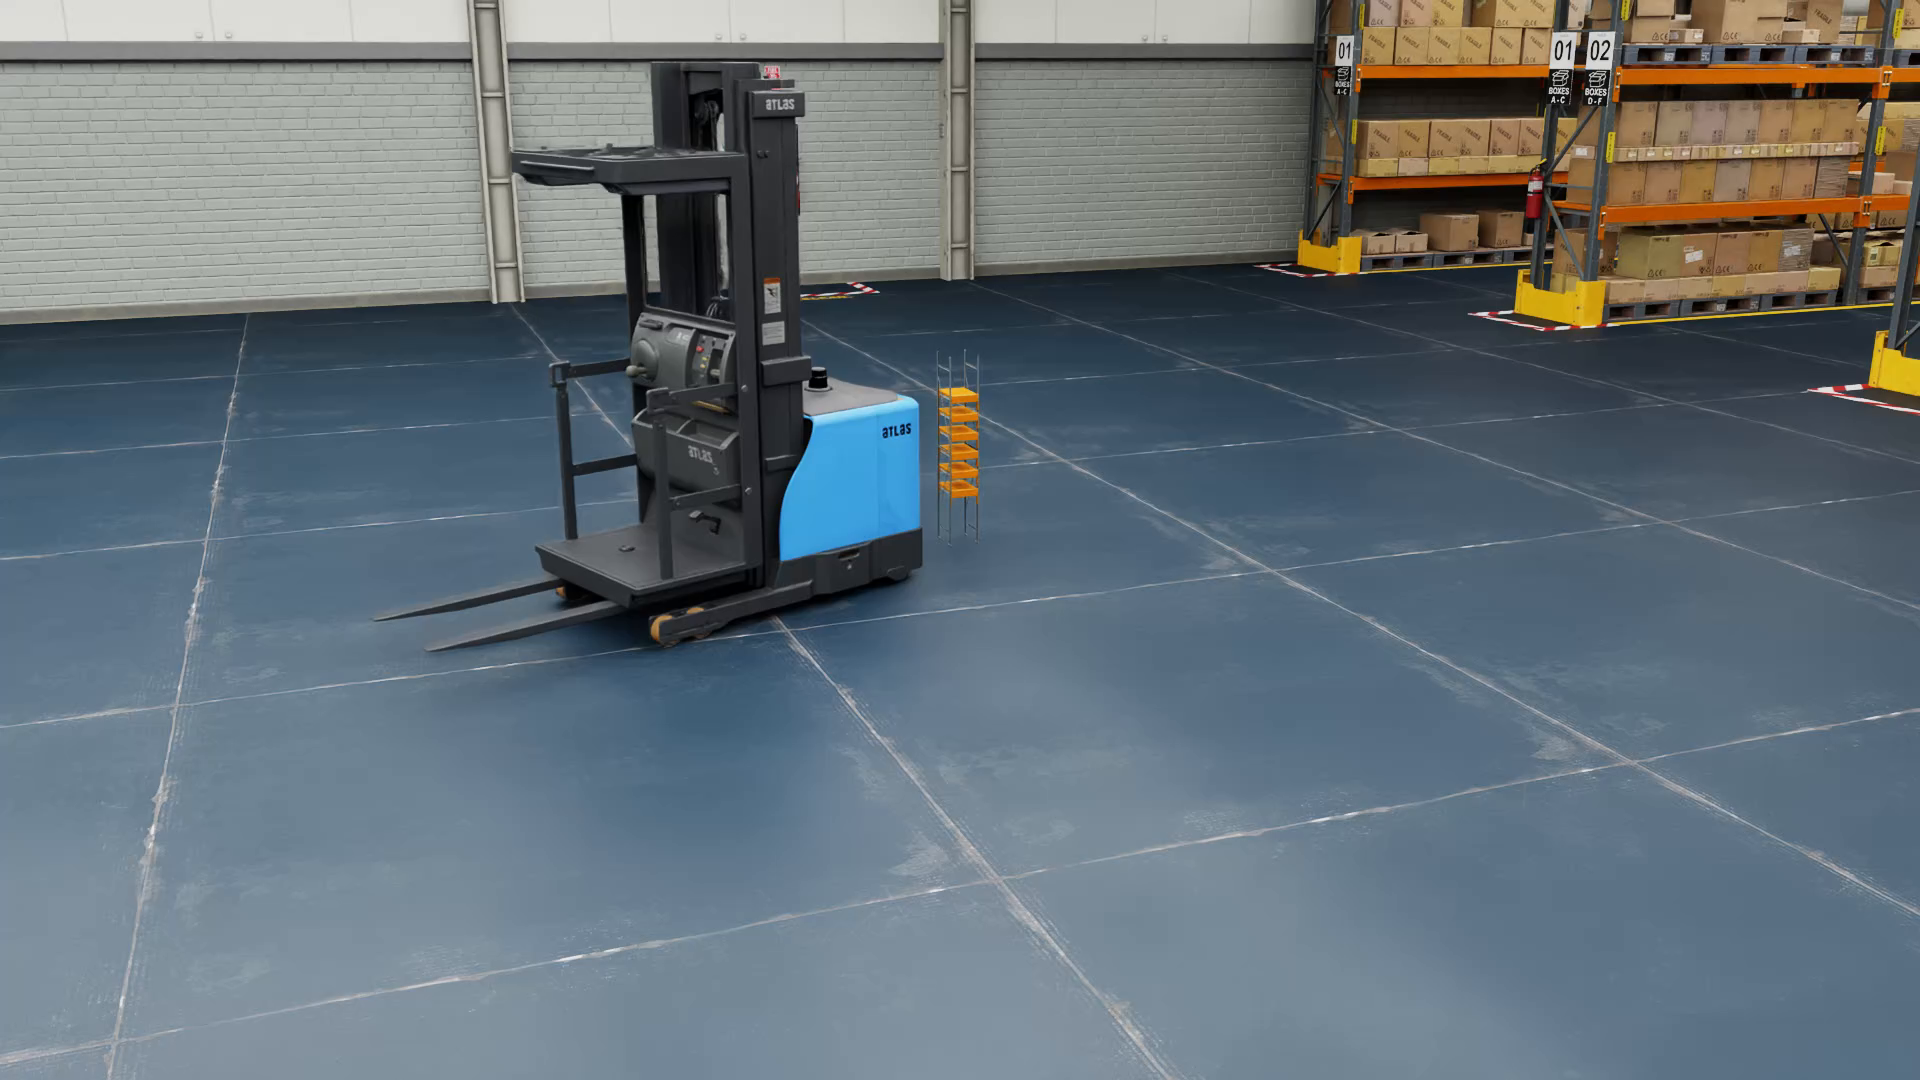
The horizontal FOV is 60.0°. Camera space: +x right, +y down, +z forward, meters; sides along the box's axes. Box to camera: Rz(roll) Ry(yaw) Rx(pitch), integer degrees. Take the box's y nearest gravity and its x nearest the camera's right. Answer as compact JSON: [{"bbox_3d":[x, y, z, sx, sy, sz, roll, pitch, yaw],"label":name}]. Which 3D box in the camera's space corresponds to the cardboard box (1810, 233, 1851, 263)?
[{"bbox_3d":[11.003,-3.702,21.020,0.500,0.311,0.500,-6,17,-20],"label":"cardboard box"}]

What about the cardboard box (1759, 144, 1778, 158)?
[{"bbox_3d":[9.364,-4.582,19.550,0.250,0.149,0.380,-6,17,-18],"label":"cardboard box"}]

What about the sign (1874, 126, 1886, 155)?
[{"bbox_3d":[10.927,-4.742,19.745,0.005,0.325,0.100,-6,17,-20],"label":"sign"}]

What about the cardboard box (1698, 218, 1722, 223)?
[{"bbox_3d":[11.510,-5.045,26.109,0.500,0.500,0.700,-6,17,-20],"label":"cardboard box"}]

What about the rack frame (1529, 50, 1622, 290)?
[{"bbox_3d":[6.992,-4.031,19.002,0.127,3.000,1.000,-6,17,-20],"label":"rack frame"}]

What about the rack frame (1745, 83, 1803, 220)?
[{"bbox_3d":[12.686,-6.141,26.185,0.127,3.000,1.000,-6,17,-20],"label":"rack frame"}]

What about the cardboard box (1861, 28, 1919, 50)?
[{"bbox_3d":[11.306,-6.063,20.117,0.500,0.250,0.500,-4,17,-14],"label":"cardboard box"}]

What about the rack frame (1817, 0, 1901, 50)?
[{"bbox_3d":[10.727,-7.313,19.530,0.127,3.000,1.000,-6,17,-20],"label":"rack frame"}]

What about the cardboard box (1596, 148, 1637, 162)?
[{"bbox_3d":[7.435,-4.373,18.838,0.250,0.149,0.380,-6,18,-20],"label":"cardboard box"}]

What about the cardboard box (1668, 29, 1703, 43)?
[{"bbox_3d":[8.154,-5.691,18.782,0.250,0.149,0.380,-6,17,-20],"label":"cardboard box"}]

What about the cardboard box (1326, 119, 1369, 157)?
[{"bbox_3d":[5.580,-5.735,23.704,0.500,0.500,0.500,-6,18,-21],"label":"cardboard box"}]

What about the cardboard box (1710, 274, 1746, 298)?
[{"bbox_3d":[8.974,-3.060,19.828,0.500,0.250,0.500,-6,17,-20],"label":"cardboard box"}]

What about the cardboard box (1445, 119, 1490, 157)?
[{"bbox_3d":[7.197,-5.753,23.766,0.500,0.500,0.500,-6,17,-18],"label":"cardboard box"}]

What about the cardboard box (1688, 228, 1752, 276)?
[{"bbox_3d":[8.974,-3.419,19.722,0.500,0.500,0.500,-6,17,-20],"label":"cardboard box"}]

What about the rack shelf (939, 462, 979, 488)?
[{"bbox_3d":[-0.014,-0.416,10.471,0.180,0.103,0.258,-6,17,-20],"label":"rack shelf"}]

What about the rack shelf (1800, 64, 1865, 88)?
[{"bbox_3d":[14.554,-7.436,26.551,4.000,0.370,1.077,-6,17,-20],"label":"rack shelf"}]

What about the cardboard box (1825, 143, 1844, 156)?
[{"bbox_3d":[10.318,-4.685,19.901,0.250,0.149,0.380,-7,18,-21],"label":"cardboard box"}]

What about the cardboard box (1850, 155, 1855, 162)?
[{"bbox_3d":[14.023,-6.116,26.511,0.250,0.149,0.380,-6,17,-19],"label":"cardboard box"}]

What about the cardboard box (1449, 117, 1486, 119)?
[{"bbox_3d":[7.486,-5.942,24.410,0.500,0.500,0.500,-6,17,-19],"label":"cardboard box"}]

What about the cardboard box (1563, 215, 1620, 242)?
[{"bbox_3d":[9.632,-4.828,25.370,0.500,0.500,0.700,-6,17,-18],"label":"cardboard box"}]

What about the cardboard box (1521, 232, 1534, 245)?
[{"bbox_3d":[8.462,-4.527,24.939,0.250,0.166,0.380,-9,18,-27],"label":"cardboard box"}]

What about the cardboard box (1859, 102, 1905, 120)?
[{"bbox_3d":[14.644,-6.838,26.487,0.500,0.250,0.500,-7,18,-21],"label":"cardboard box"}]

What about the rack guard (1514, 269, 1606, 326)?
[{"bbox_3d":[6.969,-2.829,19.346,0.348,0.500,1.175,-6,17,-20],"label":"rack guard"}]

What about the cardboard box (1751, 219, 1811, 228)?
[{"bbox_3d":[10.182,-3.712,20.719,0.500,0.500,0.500,-6,17,-20],"label":"cardboard box"}]

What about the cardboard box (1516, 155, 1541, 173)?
[{"bbox_3d":[8.149,-5.499,24.233,0.500,0.250,0.500,-6,17,-20],"label":"cardboard box"}]

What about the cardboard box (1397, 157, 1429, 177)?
[{"bbox_3d":[6.265,-5.293,23.531,0.500,0.250,0.500,-7,18,-22],"label":"cardboard box"}]

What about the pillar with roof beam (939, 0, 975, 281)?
[{"bbox_3d":[1.498,-6.773,17.692,0.400,9.000,9.100,-6,17,-20],"label":"pillar with roof beam"}]

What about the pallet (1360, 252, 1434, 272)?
[{"bbox_3d":[6.058,-4.076,24.105,1.213,0.211,1.003,-6,17,-20],"label":"pallet"}]

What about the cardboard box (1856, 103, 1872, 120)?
[{"bbox_3d":[14.169,-6.785,26.306,0.500,0.250,0.500,-6,17,-20],"label":"cardboard box"}]

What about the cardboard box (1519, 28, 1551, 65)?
[{"bbox_3d":[8.091,-7.071,23.815,0.500,0.500,0.500,-8,18,-25],"label":"cardboard box"}]

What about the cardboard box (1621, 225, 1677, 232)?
[{"bbox_3d":[8.315,-3.510,20.032,0.500,0.500,0.500,-6,17,-20],"label":"cardboard box"}]

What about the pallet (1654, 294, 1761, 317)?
[{"bbox_3d":[8.828,-2.903,20.110,1.213,0.211,1.003,-6,17,-20],"label":"pallet"}]

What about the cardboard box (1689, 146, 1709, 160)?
[{"bbox_3d":[8.399,-4.478,19.194,0.250,0.149,0.380,-7,18,-22],"label":"cardboard box"}]

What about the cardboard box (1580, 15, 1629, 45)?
[{"bbox_3d":[9.490,-7.460,24.432,0.500,0.500,0.500,-4,17,-12],"label":"cardboard box"}]

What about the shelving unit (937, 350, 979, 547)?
[{"bbox_3d":[-0.014,-0.574,10.424,0.189,1.200,0.258,-6,17,-20],"label":"shelving unit"}]

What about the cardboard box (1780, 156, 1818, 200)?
[{"bbox_3d":[9.825,-4.381,20.016,0.500,0.500,0.700,-6,18,-21],"label":"cardboard box"}]

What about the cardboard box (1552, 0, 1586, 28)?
[{"bbox_3d":[8.580,-7.592,23.817,0.500,0.500,0.500,-8,18,-25],"label":"cardboard box"}]

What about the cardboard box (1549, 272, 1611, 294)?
[{"bbox_3d":[7.387,-3.045,19.779,0.500,0.250,0.500,-6,17,-20],"label":"cardboard box"}]

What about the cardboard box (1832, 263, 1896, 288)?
[{"bbox_3d":[11.192,-3.292,20.620,0.500,0.250,0.500,-7,18,-21],"label":"cardboard box"}]

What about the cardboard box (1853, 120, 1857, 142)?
[{"bbox_3d":[13.724,-6.373,26.236,0.500,0.500,0.500,-6,17,-18],"label":"cardboard box"}]

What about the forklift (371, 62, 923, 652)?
[{"bbox_3d":[-1.654,-1.013,8.846,3.031,2.935,1.130,-14,22,-40],"label":"forklift"}]

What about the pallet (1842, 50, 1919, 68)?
[{"bbox_3d":[11.546,-5.874,20.294,1.217,0.209,0.805,-7,18,-22],"label":"pallet"}]

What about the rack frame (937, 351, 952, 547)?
[{"bbox_3d":[-0.099,-0.565,10.393,0.006,1.200,0.240,-6,17,-20],"label":"rack frame"}]

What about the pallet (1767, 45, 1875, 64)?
[{"bbox_3d":[9.940,-5.738,19.649,1.213,0.211,1.003,-6,17,-20],"label":"pallet"}]

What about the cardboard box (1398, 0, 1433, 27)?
[{"bbox_3d":[6.149,-7.323,22.900,0.500,0.500,0.500,-6,18,-21],"label":"cardboard box"}]

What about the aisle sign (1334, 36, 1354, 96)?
[{"bbox_3d":[5.256,-6.495,22.779,0.004,0.787,0.394,-6,17,-20],"label":"aisle sign"}]

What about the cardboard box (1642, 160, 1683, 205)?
[{"bbox_3d":[7.921,-4.177,19.321,0.500,0.500,0.700,-6,17,-19],"label":"cardboard box"}]

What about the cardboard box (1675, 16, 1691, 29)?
[{"bbox_3d":[8.492,-5.938,19.335,0.500,0.311,0.500,-4,17,-14],"label":"cardboard box"}]

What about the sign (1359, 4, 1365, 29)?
[{"bbox_3d":[5.410,-7.050,22.407,0.005,0.325,0.100,-6,17,-20],"label":"sign"}]

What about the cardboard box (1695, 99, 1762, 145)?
[{"bbox_3d":[8.909,-4.907,19.503,0.500,0.500,0.700,-6,17,-20],"label":"cardboard box"}]

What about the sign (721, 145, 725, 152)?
[{"bbox_3d":[-2.910,-5.029,21.396,0.331,0.109,0.001,-6,17,-20],"label":"sign"}]

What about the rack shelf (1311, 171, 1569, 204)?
[{"bbox_3d":[7.083,-5.191,24.227,4.000,0.370,1.077,-6,17,-20],"label":"rack shelf"}]

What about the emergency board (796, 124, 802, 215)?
[{"bbox_3d":[-2.364,-4.788,21.580,0.643,1.169,0.194,-6,17,-20],"label":"emergency board"}]

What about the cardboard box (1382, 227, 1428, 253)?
[{"bbox_3d":[6.426,-4.359,24.108,0.500,0.311,0.500,-5,17,-15],"label":"cardboard box"}]

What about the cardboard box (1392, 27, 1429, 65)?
[{"bbox_3d":[6.132,-6.844,23.042,0.500,0.500,0.500,-5,17,-16],"label":"cardboard box"}]
